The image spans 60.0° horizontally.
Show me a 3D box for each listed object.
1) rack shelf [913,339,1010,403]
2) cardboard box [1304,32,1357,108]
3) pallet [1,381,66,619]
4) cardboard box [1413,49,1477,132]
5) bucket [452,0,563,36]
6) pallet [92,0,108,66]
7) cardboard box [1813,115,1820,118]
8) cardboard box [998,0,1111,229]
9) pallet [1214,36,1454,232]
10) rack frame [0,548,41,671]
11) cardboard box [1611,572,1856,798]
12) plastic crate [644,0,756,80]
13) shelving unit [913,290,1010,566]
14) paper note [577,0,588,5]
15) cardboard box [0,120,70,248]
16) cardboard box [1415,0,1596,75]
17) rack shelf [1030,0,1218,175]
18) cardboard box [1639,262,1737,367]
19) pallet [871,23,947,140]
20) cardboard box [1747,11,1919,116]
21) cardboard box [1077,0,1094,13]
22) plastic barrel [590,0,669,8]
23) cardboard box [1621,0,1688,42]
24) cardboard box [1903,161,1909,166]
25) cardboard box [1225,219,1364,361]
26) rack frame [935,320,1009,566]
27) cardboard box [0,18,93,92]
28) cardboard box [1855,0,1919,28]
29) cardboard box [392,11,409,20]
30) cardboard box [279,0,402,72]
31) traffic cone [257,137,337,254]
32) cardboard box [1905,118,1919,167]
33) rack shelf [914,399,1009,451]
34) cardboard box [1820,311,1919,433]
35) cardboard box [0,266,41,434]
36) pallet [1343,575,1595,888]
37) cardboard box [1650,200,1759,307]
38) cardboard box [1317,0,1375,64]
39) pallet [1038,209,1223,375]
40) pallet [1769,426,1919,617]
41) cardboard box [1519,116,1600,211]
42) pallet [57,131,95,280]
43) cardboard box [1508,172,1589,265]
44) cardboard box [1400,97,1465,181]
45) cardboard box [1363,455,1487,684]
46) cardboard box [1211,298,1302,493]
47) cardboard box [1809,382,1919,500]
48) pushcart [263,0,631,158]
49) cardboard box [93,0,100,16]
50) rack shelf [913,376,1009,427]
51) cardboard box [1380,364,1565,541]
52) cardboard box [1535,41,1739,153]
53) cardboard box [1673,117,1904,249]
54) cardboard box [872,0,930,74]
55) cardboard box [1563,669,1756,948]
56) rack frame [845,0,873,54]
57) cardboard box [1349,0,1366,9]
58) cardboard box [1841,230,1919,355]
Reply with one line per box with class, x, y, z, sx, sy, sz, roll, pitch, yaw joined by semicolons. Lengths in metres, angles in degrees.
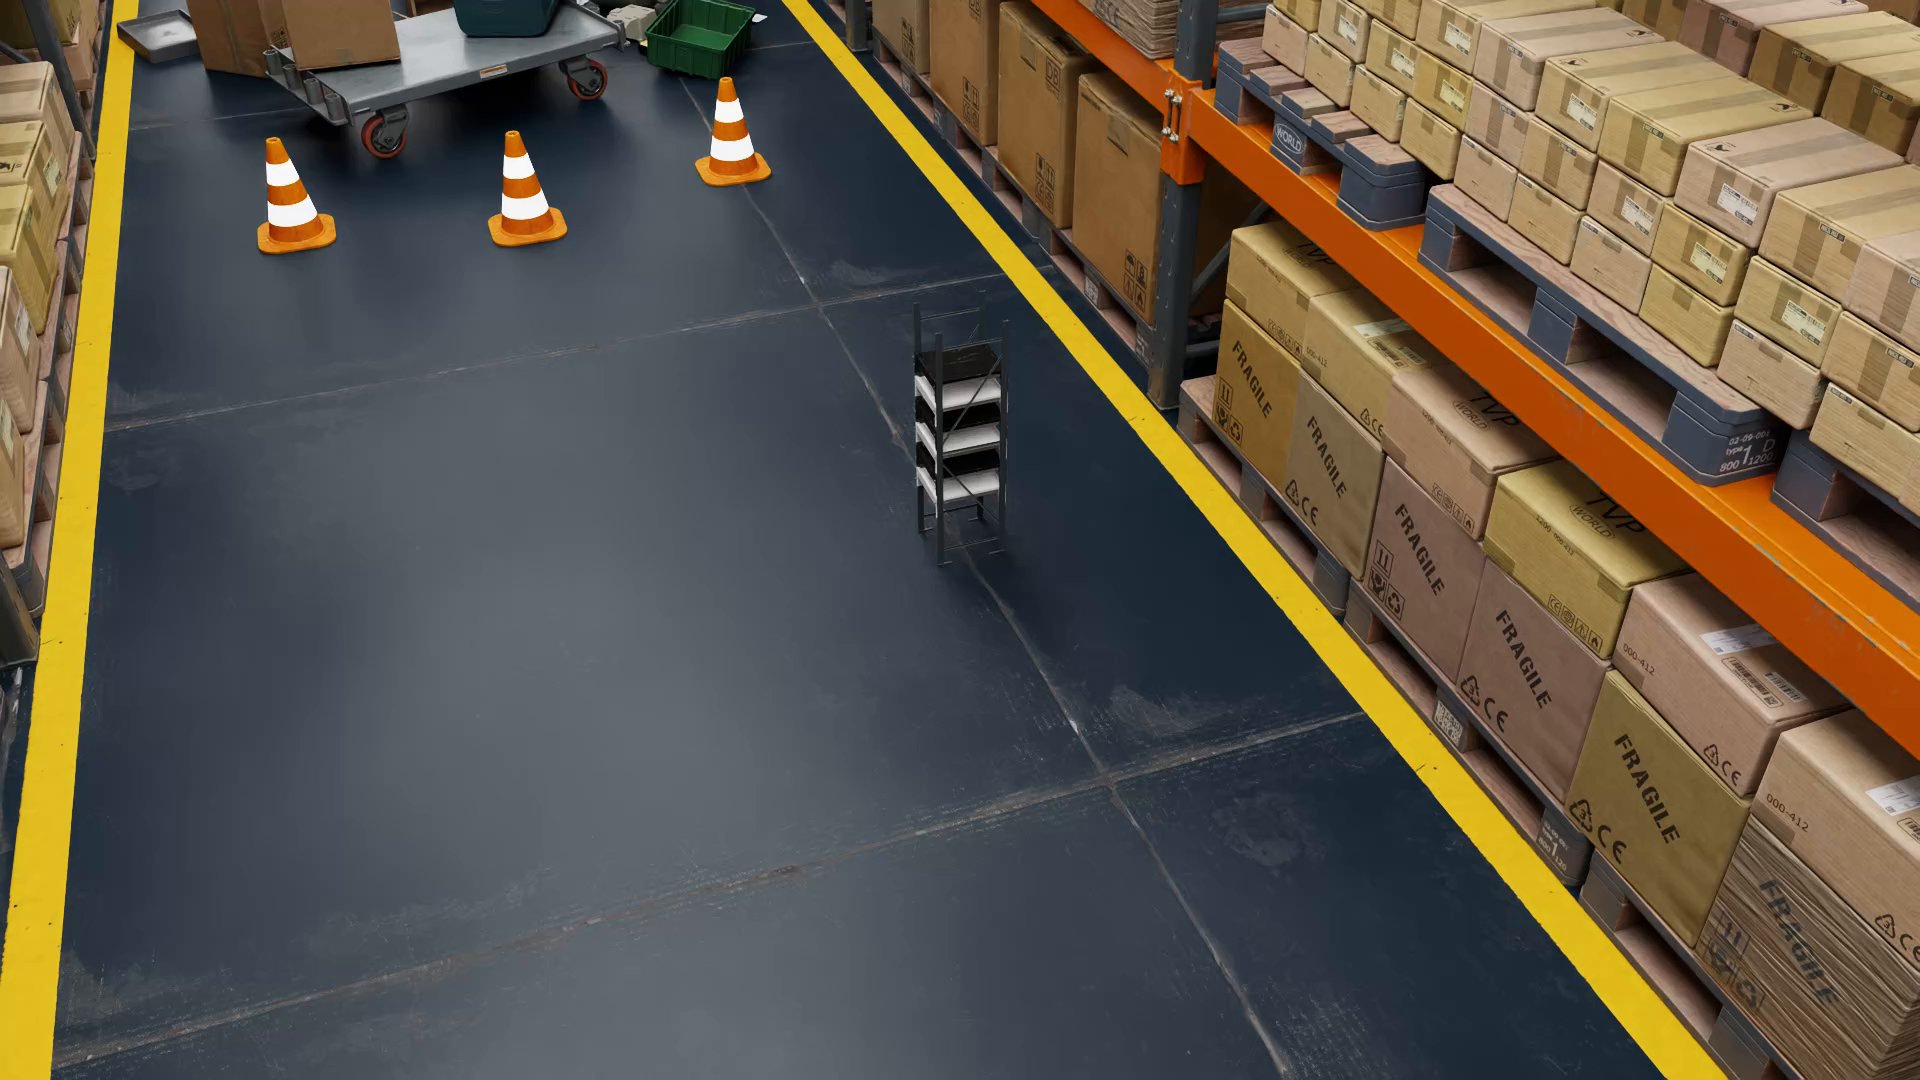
rack shelf;0.003;-0.544;5.331;0.258;0.077;0.200;-12;39;-16
cardboard box;1.276;-1.446;5.036;0.380;0.149;0.250;-11;38;-14
pallet;-3.661;-0.071;5.668;1.003;0.211;1.213;-12;39;-16
cardboard box;1.474;-1.251;4.530;0.380;0.149;0.250;-12;39;-16
bucket;-2.369;-2.983;8.675;0.726;0.611;0.620;0;47;0
pallet;-5.458;-2.951;9.492;1.003;0.211;1.213;-12;39;-16
cardboard box;2.263;-1.098;4.327;0.380;0.149;0.250;-11;38;-15
cardboard box;0.790;-1.949;7.366;1.050;0.750;0.750;-12;39;-15
pallet;1.564;-1.367;5.232;1.213;0.211;1.003;-12;39;-16
rack frame;-3.394;-0.743;4.243;1.000;3.000;0.127;-12;39;-16
cardboard box;1.938;0.305;3.958;0.500;0.250;0.500;-11;38;-14
plastic crate;-1.447;-2.811;9.278;0.450;0.188;0.662;14;38;2
shelving unit;0.003;-0.355;5.473;0.258;0.900;0.210;-12;39;-16
paper note;-2.343;-3.283;10.090;0.172;0.023;0.155;0;37;0
cardboard box;-4.337;-1.419;6.976;0.950;0.372;0.625;-10;38;-13
cardboard box;1.462;-1.388;4.465;0.380;0.149;0.250;-14;39;-18
rack shelf;0.531;-2.667;7.396;1.077;0.370;4.000;-12;39;-16
cardboard box;1.822;-0.551;3.848;0.380;0.149;0.250;-11;38;-14
pallet;0.179;-2.550;8.960;1.003;0.211;1.213;-12;39;-16
cardboard box;2.261;-1.217;4.237;0.380;0.149;0.250;-11;38;-14
cardboard box;0.642;-2.345;6.287;0.500;0.500;0.500;-12;39;-16
plastic barrel;-1.988;-3.378;9.883;0.512;0.421;0.421;12;39;16
cardboard box;2.088;-1.507;4.623;0.380;0.149;0.250;-11;38;-15
cardboard box;2.436;-0.809;3.944;0.380;0.149;0.250;-13;39;-17
cardboard box;1.229;-0.854;5.496;0.500;0.250;0.500;-14;39;-18
rack frame;0.038;-0.297;5.397;0.240;0.900;0.006;-12;39;-16
cardboard box;-4.720;-2.461;8.460;0.500;0.250;0.500;-14;39;-18
cardboard box;5.257;-2.976;8.919;0.700;0.500;0.500;-9;38;-12
cardboard box;-3.035;-2.815;9.266;0.396;0.266;0.258;19;41;23
cardboard box;-3.109;-2.692;8.279;0.500;0.500;0.500;-12;39;-16
traffic cone;-3.029;-1.578;7.461;0.336;0.463;0.334;-12;39;-16
cardboard box;2.446;-0.918;3.841;0.380;0.149;0.250;-11;38;-14
rack shelf;0.003;-0.400;5.439;0.258;0.077;0.200;-12;39;-16
cardboard box;2.001;-0.378;3.371;0.380;0.149;0.250;-14;39;-17
cardboard box;-3.840;-0.597;5.885;0.950;0.372;0.625;-13;39;-17
pallet;1.903;0.419;5.018;1.003;0.211;1.213;-12;39;-16
cardboard box;1.816;-0.679;3.771;0.380;0.149;0.250;-12;39;-16
cardboard box;1.292;-1.543;4.918;0.380;0.149;0.250;-11;38;-14
pallet;1.019;-1.172;7.130;1.003;0.211;1.213;-12;39;-16
pallet;2.469;0.050;3.350;1.003;0.211;1.213;-12;39;-16
cardboard box;1.641;-0.969;4.156;0.380;0.149;0.250;-13;39;-16
pallet;-4.501;-1.449;7.498;1.003;0.211;1.213;-12;39;-16
cardboard box;1.642;-0.849;4.243;0.380;0.149;0.250;-12;39;-15
cardboard box;1.463;-1.141;4.632;0.380;0.149;0.250;-11;38;-14
cardboard box;1.580;0.031;4.944;0.500;0.500;0.500;-13;39;-17
cardboard box;1.223;-0.541;5.704;0.500;0.500;0.500;-14;39;-18
cardboard box;2.013;-0.245;3.442;0.380;0.149;0.250;-14;39;-18
pushcart;-2.647;-2.455;8.696;1.648;0.377;0.936;-27;45;-31
cardboard box;-5.099;-3.059;9.255;0.500;0.250;0.500;-13;39;-17
rack shelf;0.003;-0.472;5.385;0.258;0.077;0.200;-12;39;-16
cardboard box;1.562;-0.285;4.741;0.500;0.250;0.500;-12;39;-16
cardboard box;1.650;-1.086;4.064;0.380;0.149;0.250;-11;38;-15
cardboard box;1.826;-0.793;3.675;0.380;0.149;0.250;-14;39;-18
cardboard box;0.141;-3.021;8.789;1.050;0.750;0.750;-13;39;-16
cardboard box;1.928;0.610;4.176;0.500;0.500;0.500;-13;39;-17
rack frame;-0.157;-4.084;8.679;1.000;3.000;0.127;-12;39;-16
cardboard box;1.291;-1.677;4.849;0.380;0.149;0.250;-13;39;-17
cardboard box;2.003;-0.503;3.289;0.380;0.149;0.250;-13;39;-16
